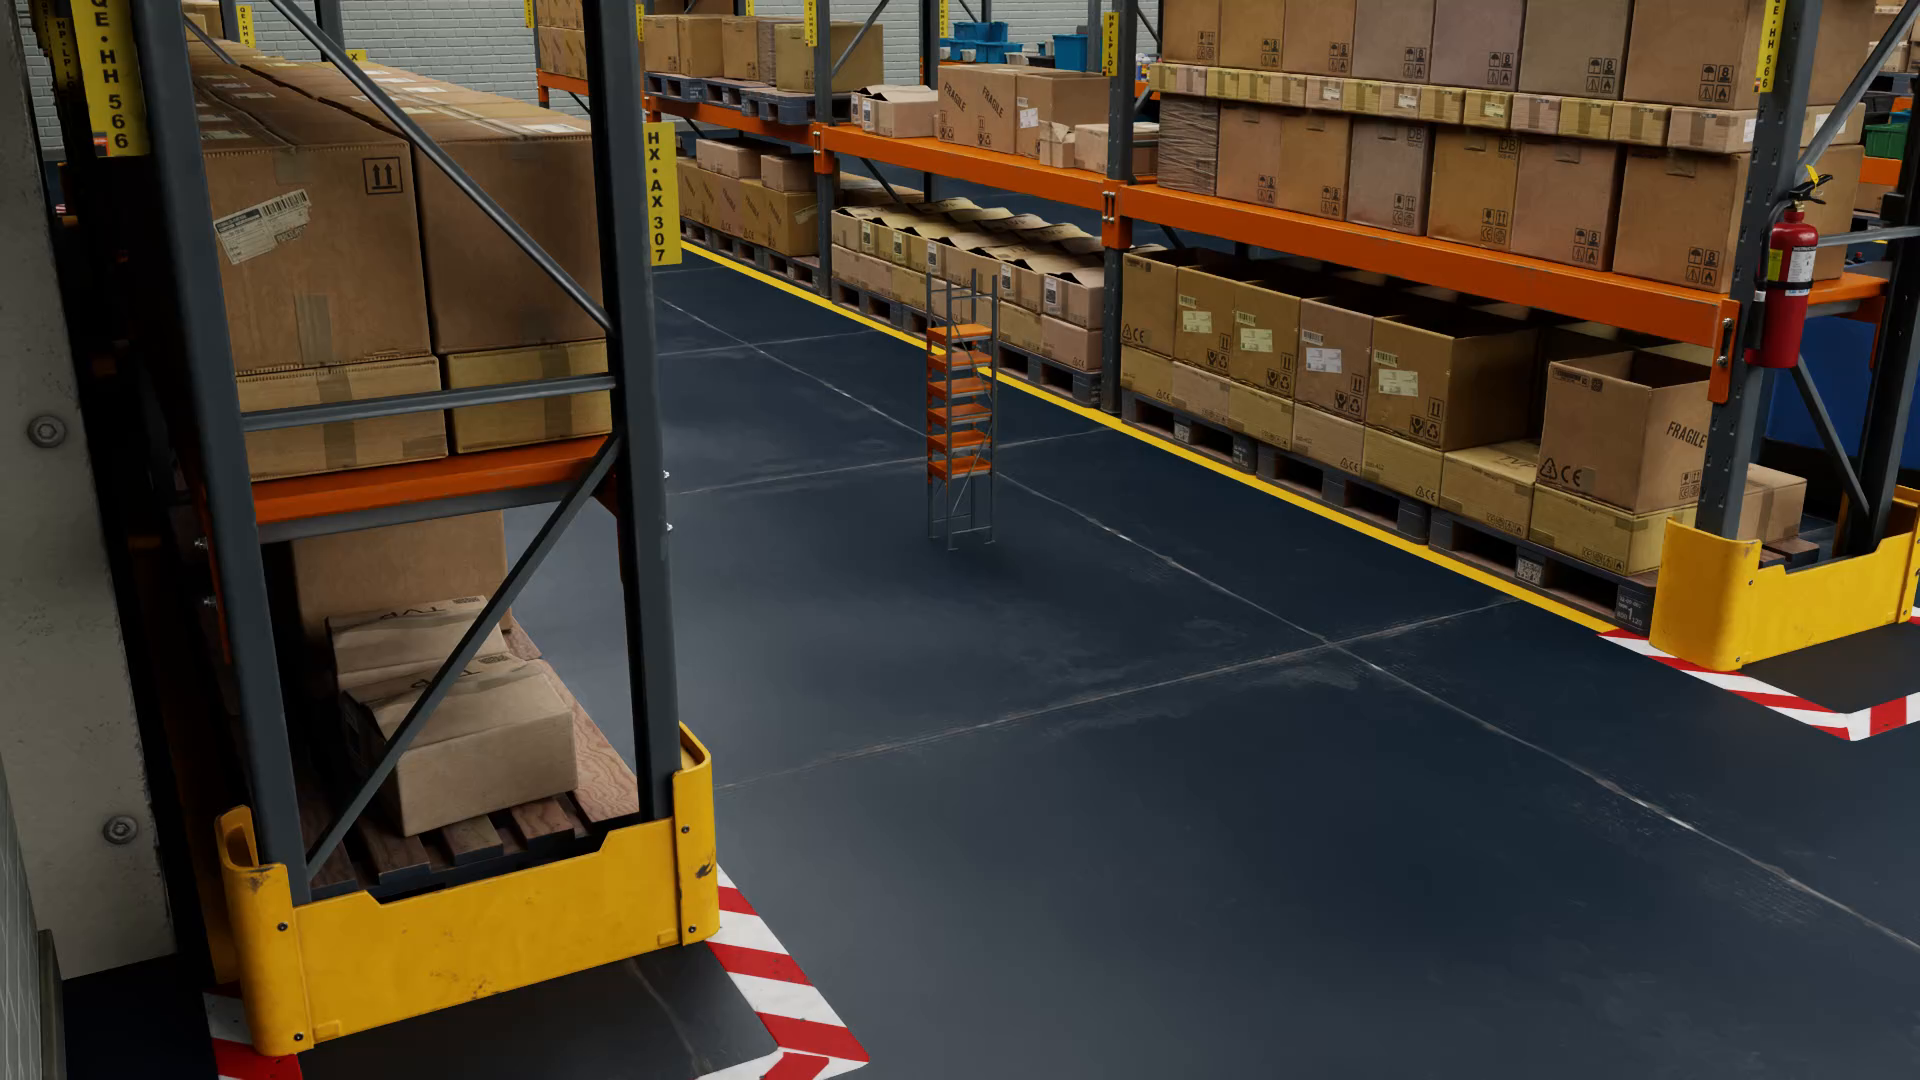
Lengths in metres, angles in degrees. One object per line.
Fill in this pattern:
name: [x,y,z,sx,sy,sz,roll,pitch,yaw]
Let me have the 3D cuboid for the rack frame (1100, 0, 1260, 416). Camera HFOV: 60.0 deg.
rack frame: [1.279,-2.225,9.311,1.000,3.000,0.127,-10,21,-27]

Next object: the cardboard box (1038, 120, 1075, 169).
cardboard box: [0.699,-2.385,9.982,0.396,0.266,0.258,-11,22,-28]

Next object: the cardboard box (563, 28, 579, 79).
cardboard box: [-3.956,-5.257,17.945,0.500,0.500,0.500,-10,21,-27]

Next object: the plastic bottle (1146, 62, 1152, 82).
plastic bottle: [1.976,-4.831,17.169,0.097,0.201,0.097,0,19,0]

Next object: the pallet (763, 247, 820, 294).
pallet: [-0.942,-2.275,13.732,1.003,0.211,1.213,-10,21,-27]

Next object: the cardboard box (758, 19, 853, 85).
cardboard box: [-1.285,-4.074,13.874,0.700,0.500,0.500,-6,20,-16]

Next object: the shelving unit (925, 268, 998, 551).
shelving unit: [0.007,-0.563,7.255,0.258,1.200,0.189,-10,21,-27]

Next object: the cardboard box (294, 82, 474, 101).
cardboard box: [-1.863,-1.224,5.460,0.500,0.500,0.500,-9,21,-25]

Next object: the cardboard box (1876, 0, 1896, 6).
cardboard box: [14.220,-8.349,25.374,0.500,0.500,0.500,-10,22,-27]

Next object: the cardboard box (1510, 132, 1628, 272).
cardboard box: [2.714,-1.410,6.796,0.700,0.500,0.500,-9,21,-25]

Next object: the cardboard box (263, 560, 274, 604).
cardboard box: [-2.337,0.146,6.138,0.380,0.149,0.250,-12,22,-31]

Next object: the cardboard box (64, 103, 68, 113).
cardboard box: [-6.155,-3.336,11.892,0.500,0.500,0.500,-9,21,-25]

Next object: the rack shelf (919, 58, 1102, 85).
rack shelf: [0.891,-5.521,19.968,1.077,0.370,4.000,-10,21,-27]

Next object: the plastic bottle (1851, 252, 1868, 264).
plastic bottle: [6.199,-1.806,11.486,0.144,0.351,0.185,-11,22,-28]

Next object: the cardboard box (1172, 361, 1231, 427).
cardboard box: [1.465,-0.799,8.751,0.500,0.250,0.500,-10,21,-27]

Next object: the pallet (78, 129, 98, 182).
pallet: [-4.547,-2.326,9.899,1.213,0.211,1.003,-10,21,-27]

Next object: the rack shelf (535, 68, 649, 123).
rack shelf: [-3.470,-4.755,17.748,1.077,0.370,4.000,-10,21,-27]

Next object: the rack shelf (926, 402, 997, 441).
rack shelf: [0.007,-0.521,7.270,0.258,0.103,0.180,-10,21,-27]

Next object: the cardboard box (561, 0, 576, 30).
cardboard box: [-3.953,-5.728,17.778,0.500,0.500,0.500,-10,21,-26]

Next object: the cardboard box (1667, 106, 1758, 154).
cardboard box: [2.829,-1.510,6.094,0.380,0.149,0.250,-10,22,-28]

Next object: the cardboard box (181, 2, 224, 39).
cardboard box: [-4.981,-3.335,10.739,0.500,0.250,0.500,-9,21,-25]

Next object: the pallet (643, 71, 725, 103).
pallet: [-2.237,-4.184,15.284,1.003,0.211,1.213,-10,21,-27]

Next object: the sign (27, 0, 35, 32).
sign: [-9.269,-5.263,16.669,0.100,0.325,0.005,-10,21,-27]

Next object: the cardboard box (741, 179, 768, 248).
cardboard box: [-1.517,-2.780,14.078,0.500,0.500,0.500,-11,22,-29]

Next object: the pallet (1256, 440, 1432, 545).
pallet: [2.203,-0.321,8.070,1.003,0.211,1.213,-10,21,-27]

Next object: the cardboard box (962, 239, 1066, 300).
cardboard box: [0.346,-1.752,10.654,0.500,0.311,0.500,-10,21,-27]

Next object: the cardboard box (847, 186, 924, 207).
cardboard box: [-0.586,-2.574,13.482,0.500,0.500,0.500,-9,21,-24]

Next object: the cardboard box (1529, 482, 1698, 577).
cardboard box: [2.663,-0.083,6.677,0.500,0.250,0.500,-10,21,-27]

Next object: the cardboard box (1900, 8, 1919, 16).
cardboard box: [11.504,-6.300,19.951,0.380,0.149,0.250,-9,21,-25]

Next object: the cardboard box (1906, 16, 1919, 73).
cardboard box: [9.094,-4.489,15.070,0.797,0.503,0.637,-8,20,-21]

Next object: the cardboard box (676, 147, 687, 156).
cardboard box: [-3.041,-3.667,16.649,0.500,0.500,0.500,-10,21,-27]

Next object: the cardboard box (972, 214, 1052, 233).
cardboard box: [0.334,-2.131,11.752,0.500,0.311,0.500,-10,21,-27]

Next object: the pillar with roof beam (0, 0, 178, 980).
pillar with roof beam: [1.515,-3.878,4.905,9.100,9.000,0.400,-10,21,-27]

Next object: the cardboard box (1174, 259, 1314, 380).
cardboard box: [1.468,-1.154,8.630,0.500,0.500,0.500,-10,21,-27]

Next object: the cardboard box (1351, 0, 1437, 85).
cardboard box: [2.210,-2.326,7.465,0.700,0.500,0.500,-10,21,-27]

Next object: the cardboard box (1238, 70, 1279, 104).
cardboard box: [1.605,-2.250,8.239,0.380,0.149,0.250,-10,22,-27]

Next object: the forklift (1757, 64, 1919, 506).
forklift: [5.305,-1.761,8.073,3.031,2.935,1.130,-15,24,-36]

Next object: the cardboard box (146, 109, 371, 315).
cardboard box: [-1.821,-0.849,4.376,0.500,0.500,0.500,-10,21,-26]

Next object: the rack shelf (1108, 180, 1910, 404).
rack shelf: [2.228,-1.310,7.765,1.077,0.370,4.000,-10,21,-27]

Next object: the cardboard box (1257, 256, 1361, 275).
cardboard box: [1.918,-1.233,8.860,0.500,0.500,0.500,-10,21,-27]

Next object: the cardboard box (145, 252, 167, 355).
cardboard box: [-2.313,-0.786,5.343,0.500,0.250,0.500,-10,21,-26]

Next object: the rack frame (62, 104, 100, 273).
rack frame: [-6.878,-3.753,13.740,1.000,3.000,0.127,-10,21,-27]

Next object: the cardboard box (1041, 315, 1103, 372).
cardboard box: [0.826,-1.197,9.906,0.500,0.250,0.500,-10,22,-27]

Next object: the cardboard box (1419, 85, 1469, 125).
cardboard box: [2.213,-1.882,7.170,0.380,0.149,0.250,-9,21,-25]

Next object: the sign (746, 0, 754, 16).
sign: [-2.034,-5.155,16.030,0.100,0.325,0.005,-10,21,-27]

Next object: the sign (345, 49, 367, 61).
sign: [-2.605,-1.952,7.193,0.100,0.325,0.005,-10,21,-27]

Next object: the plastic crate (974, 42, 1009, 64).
plastic crate: [0.394,-5.885,20.084,0.416,0.233,0.300,-10,21,-27]

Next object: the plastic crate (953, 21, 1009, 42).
plastic crate: [0.265,-6.413,21.305,0.616,0.435,0.499,-10,21,-27]

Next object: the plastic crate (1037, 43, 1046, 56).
plastic crate: [1.142,-5.835,19.939,0.416,0.233,0.300,-10,21,-27]

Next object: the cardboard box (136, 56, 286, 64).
cardboard box: [-3.550,-2.024,7.903,0.700,0.500,0.500,-8,20,-21]

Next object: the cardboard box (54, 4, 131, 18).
cardboard box: [-5.422,-3.246,10.483,0.500,0.250,0.500,-9,21,-25]

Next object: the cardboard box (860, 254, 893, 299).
cardboard box: [-0.391,-1.932,12.034,0.500,0.250,0.500,-11,22,-28]

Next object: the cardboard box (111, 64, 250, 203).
cardboard box: [-3.040,-1.582,6.499,0.500,0.500,0.500,-11,22,-28]

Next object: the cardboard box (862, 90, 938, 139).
cardboard box: [-0.367,-3.044,11.823,0.500,0.311,0.500,-10,22,-27]

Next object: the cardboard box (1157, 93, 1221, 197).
cardboard box: [1.495,-2.145,8.929,0.700,0.500,0.500,-11,22,-28]

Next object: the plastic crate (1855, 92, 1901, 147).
plastic crate: [5.776,-2.791,11.049,0.767,0.338,0.504,-10,21,-27]

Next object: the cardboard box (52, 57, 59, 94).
cardboard box: [-7.817,-4.470,15.360,0.980,0.700,0.700,-11,22,-29]

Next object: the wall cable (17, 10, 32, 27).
wall cable: [-11.149,-7.948,21.461,3.097,2.526,0.112,-10,21,-27]
